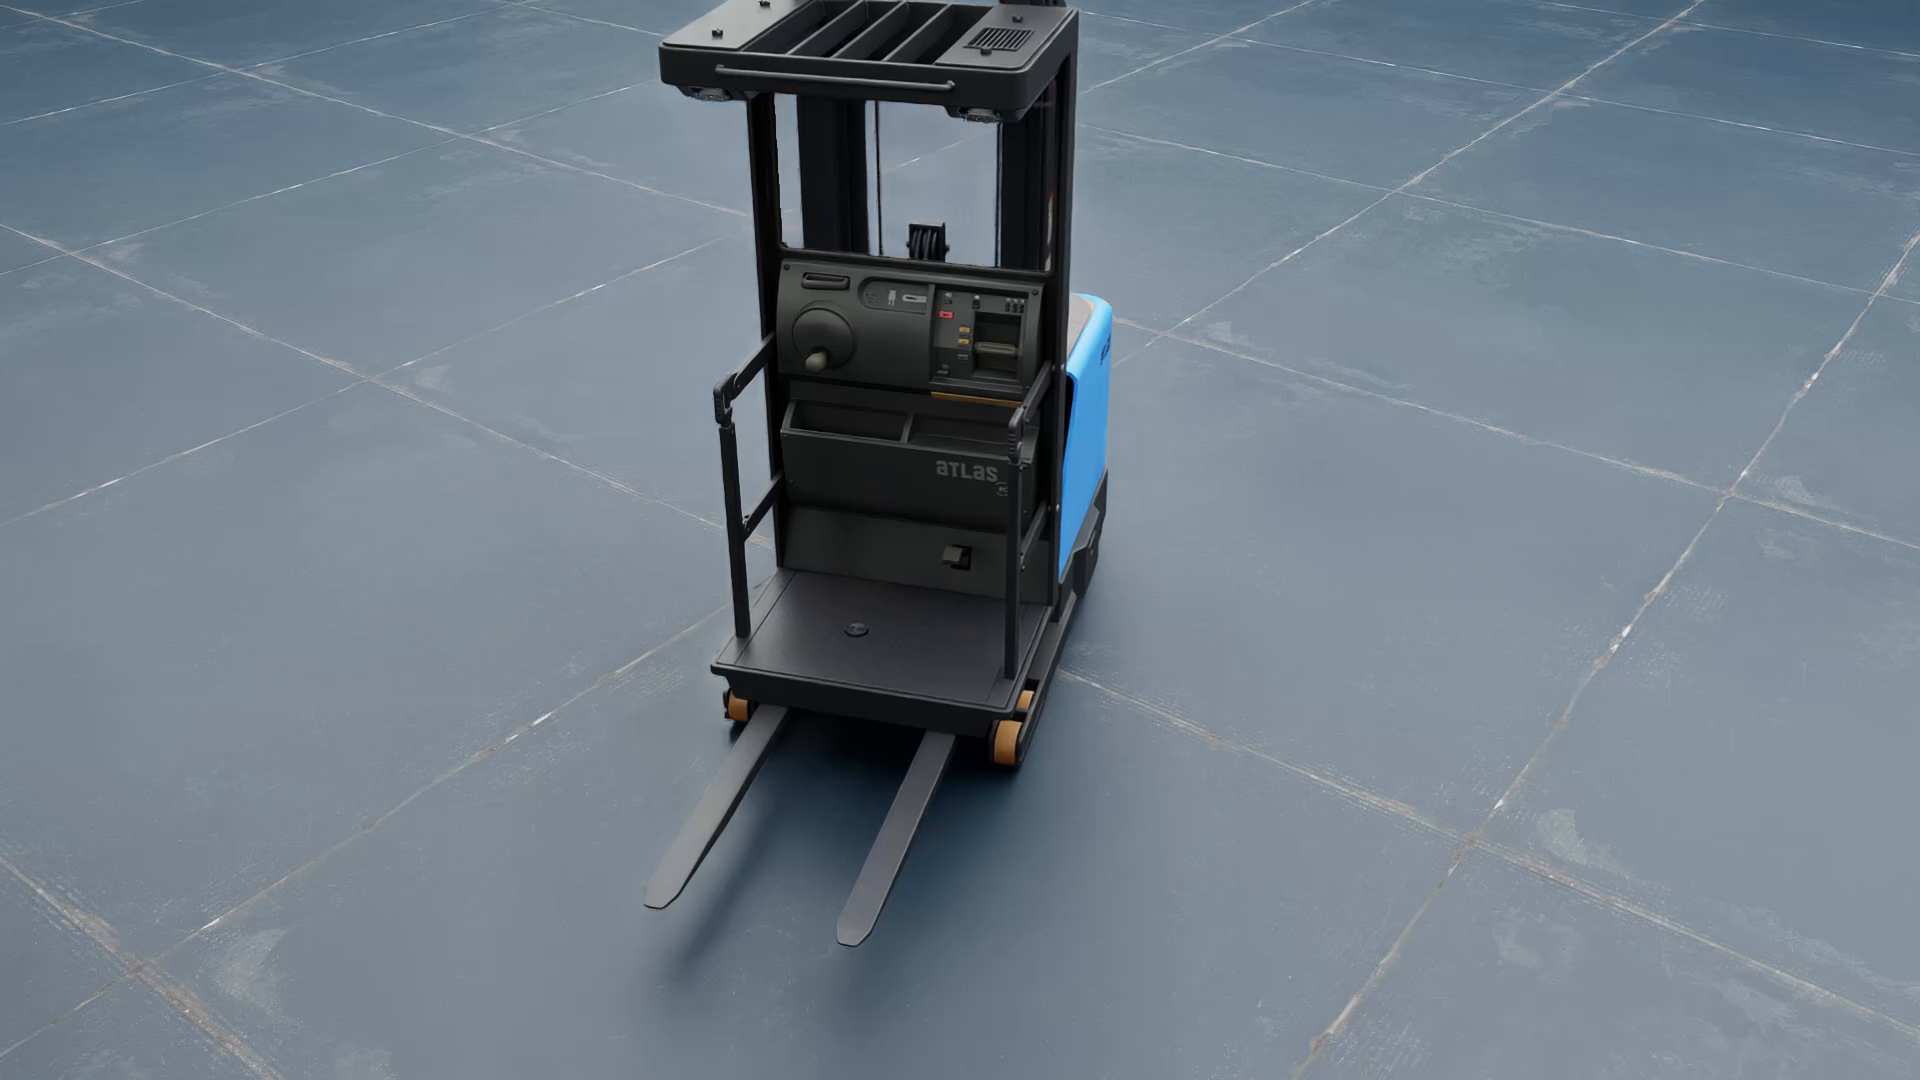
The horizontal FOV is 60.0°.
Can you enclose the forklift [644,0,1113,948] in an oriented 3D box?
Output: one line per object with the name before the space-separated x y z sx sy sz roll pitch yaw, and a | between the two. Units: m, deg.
forklift | -0.233 -0.679 5.521 1.130 2.935 3.031 8 32 13
